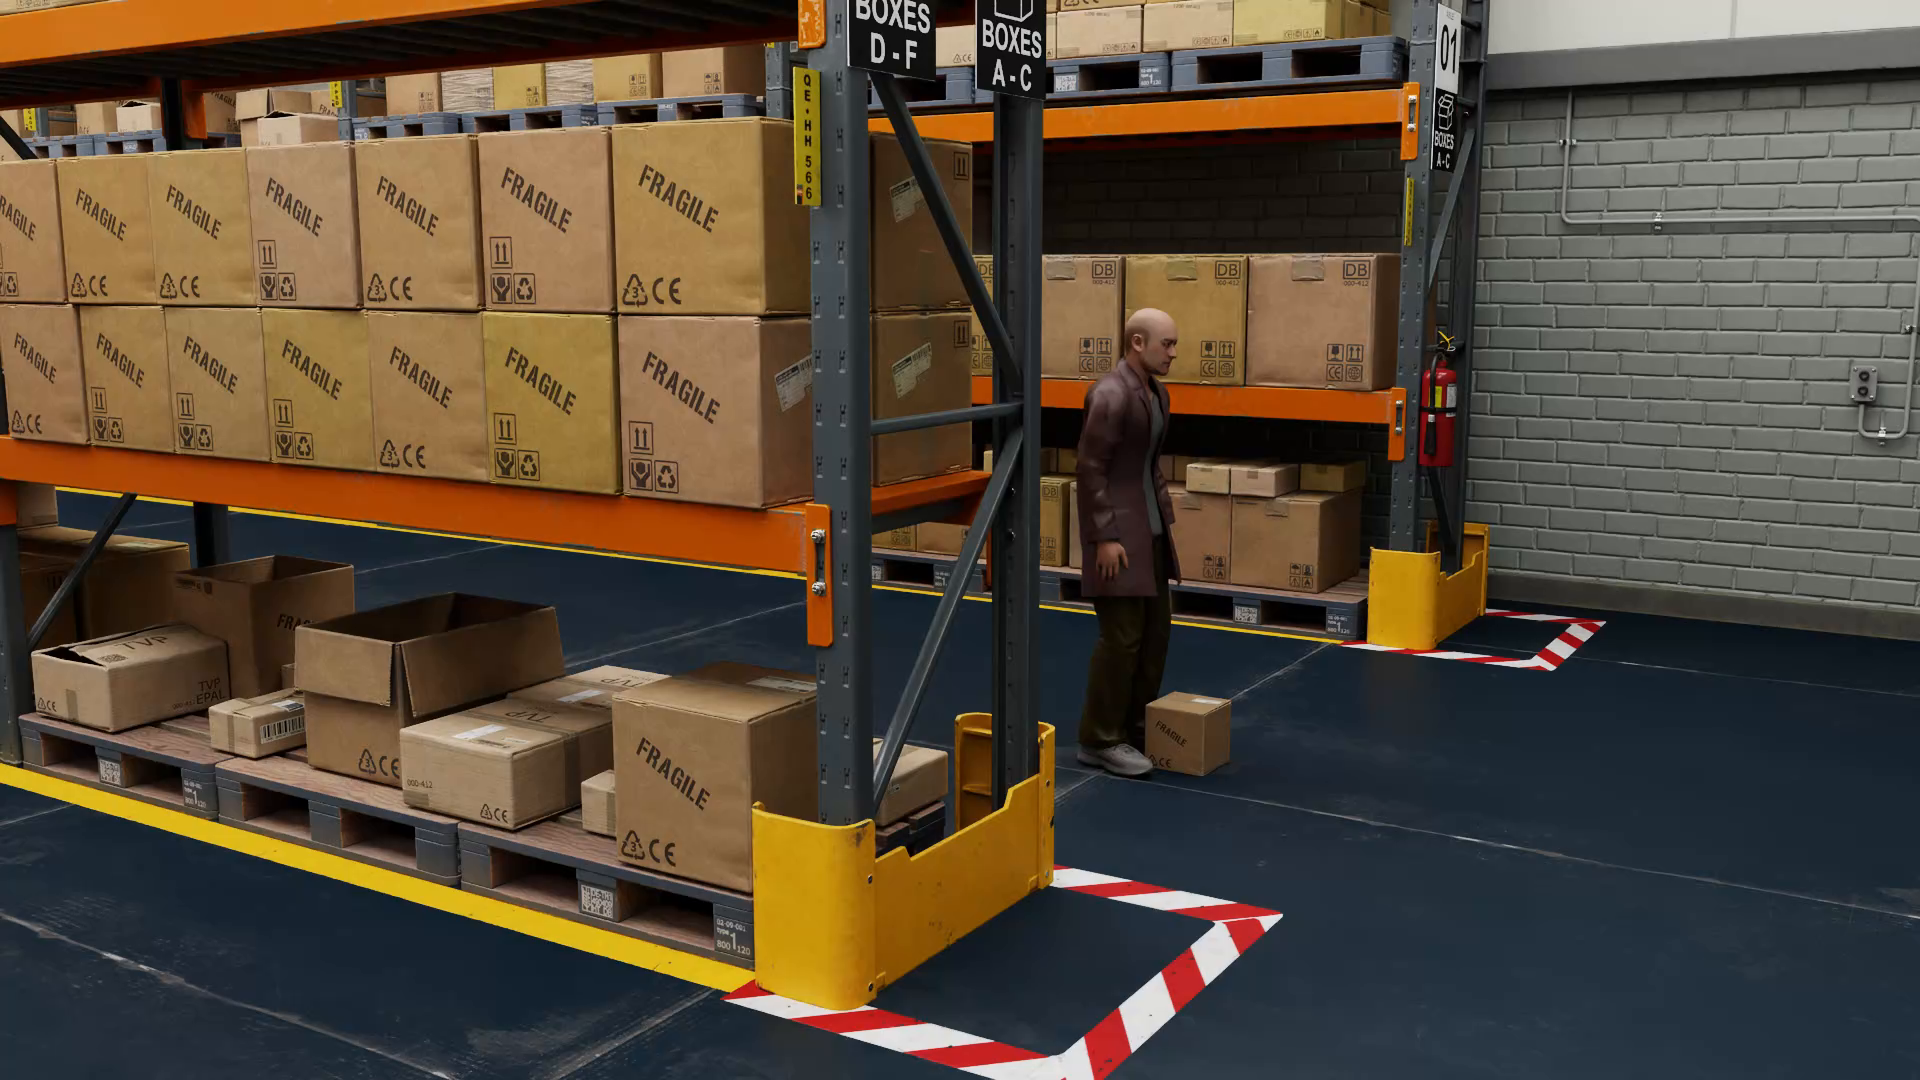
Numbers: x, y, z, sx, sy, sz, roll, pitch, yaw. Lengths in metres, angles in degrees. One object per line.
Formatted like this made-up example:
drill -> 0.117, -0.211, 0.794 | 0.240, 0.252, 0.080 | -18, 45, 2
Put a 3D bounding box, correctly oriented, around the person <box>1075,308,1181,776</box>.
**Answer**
person -> 0.674, -0.013, 6.505 | 0.427, 1.773, 0.640 | 5, 11, 30
